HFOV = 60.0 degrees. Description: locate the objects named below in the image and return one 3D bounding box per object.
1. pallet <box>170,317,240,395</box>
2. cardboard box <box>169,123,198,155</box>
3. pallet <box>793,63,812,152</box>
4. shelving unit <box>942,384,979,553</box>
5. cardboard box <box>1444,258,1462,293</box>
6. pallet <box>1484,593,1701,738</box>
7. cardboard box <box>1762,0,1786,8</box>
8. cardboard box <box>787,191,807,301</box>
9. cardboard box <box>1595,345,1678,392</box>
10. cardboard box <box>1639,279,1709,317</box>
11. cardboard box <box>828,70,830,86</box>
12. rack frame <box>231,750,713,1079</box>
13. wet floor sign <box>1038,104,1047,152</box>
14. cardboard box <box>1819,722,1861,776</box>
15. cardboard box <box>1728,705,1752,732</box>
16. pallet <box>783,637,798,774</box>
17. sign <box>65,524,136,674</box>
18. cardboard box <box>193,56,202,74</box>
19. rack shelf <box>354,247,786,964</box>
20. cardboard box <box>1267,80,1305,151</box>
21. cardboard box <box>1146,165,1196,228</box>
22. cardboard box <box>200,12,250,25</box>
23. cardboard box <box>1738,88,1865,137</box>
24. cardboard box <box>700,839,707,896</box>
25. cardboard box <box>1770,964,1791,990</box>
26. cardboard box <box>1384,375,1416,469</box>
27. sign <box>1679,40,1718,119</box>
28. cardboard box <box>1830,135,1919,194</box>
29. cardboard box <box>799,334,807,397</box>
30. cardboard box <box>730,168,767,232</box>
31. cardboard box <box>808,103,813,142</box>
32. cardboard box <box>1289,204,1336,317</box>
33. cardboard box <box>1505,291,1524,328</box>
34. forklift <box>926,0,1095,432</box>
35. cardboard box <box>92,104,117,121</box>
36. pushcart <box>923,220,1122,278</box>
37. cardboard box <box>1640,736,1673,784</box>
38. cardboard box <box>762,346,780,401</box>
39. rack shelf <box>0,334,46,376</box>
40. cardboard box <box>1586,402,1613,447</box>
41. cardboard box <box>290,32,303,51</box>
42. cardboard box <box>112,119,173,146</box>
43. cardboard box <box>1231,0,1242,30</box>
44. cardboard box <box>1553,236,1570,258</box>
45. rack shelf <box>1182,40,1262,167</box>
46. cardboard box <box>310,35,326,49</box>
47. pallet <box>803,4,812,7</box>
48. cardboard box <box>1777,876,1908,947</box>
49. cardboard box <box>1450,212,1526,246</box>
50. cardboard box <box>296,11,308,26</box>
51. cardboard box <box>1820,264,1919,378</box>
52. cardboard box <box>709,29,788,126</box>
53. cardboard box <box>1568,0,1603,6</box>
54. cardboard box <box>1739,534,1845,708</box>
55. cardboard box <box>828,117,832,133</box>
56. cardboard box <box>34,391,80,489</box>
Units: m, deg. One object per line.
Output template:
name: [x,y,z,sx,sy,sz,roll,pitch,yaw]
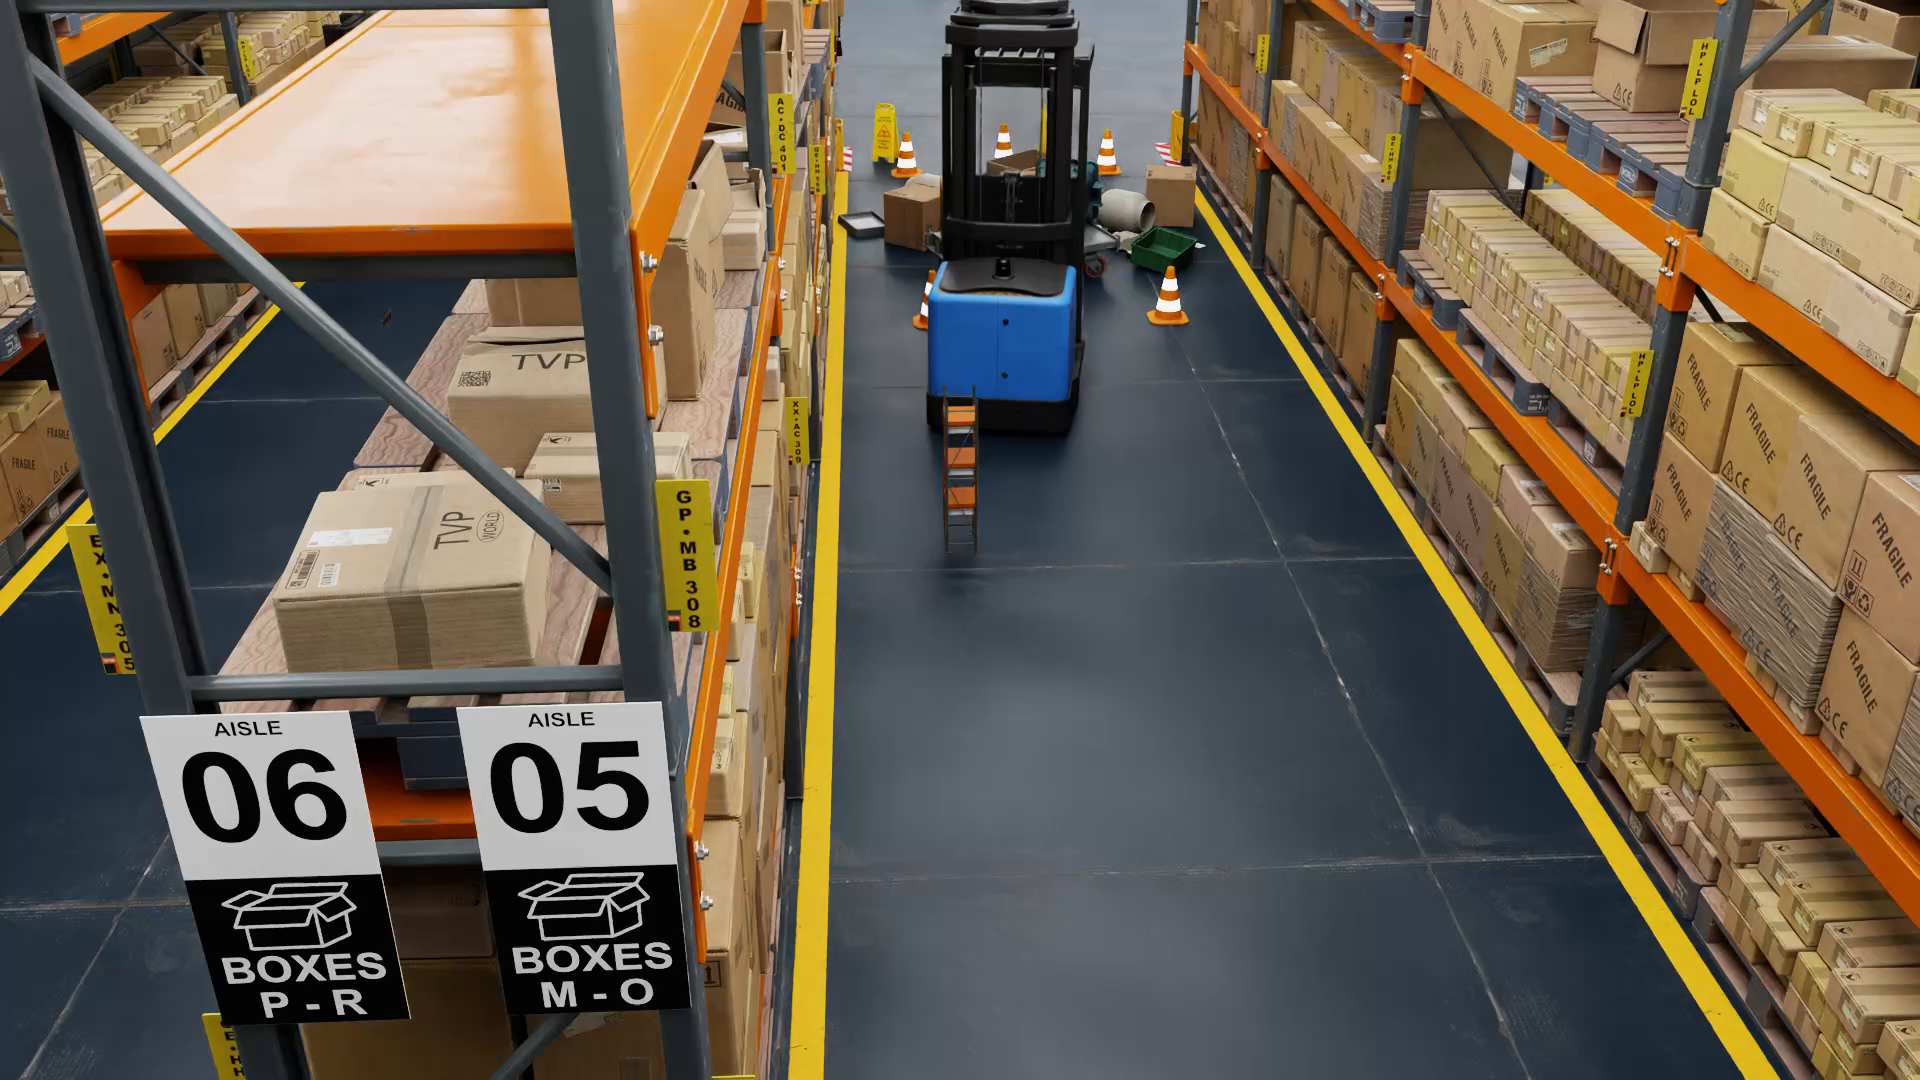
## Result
pallet: [-6.511,-1.483,13.366,1.003,0.211,1.213,-1,28,-3]
cardboard box: [-6.319,-3.085,13.042,0.500,0.250,0.500,-1,28,-2]
pallet: [-1.341,-2.332,8.938,1.003,0.211,1.213,0,28,0]
shelving unit: [0.003,-0.441,10.460,0.215,1.050,0.252,-1,28,-3]
cardboard box: [3.299,-1.679,10.543,0.380,0.149,0.250,0,28,0]
pallet: [3.615,0.660,9.257,1.003,0.211,1.213,-1,28,-3]
cardboard box: [7.873,-5.036,15.652,0.500,0.500,0.500,-1,28,-3]
cardboard box: [-1.147,-1.687,9.552,0.500,0.500,0.500,-1,28,-3]
cardboard box: [3.427,-0.860,8.330,0.380,0.149,0.250,-2,28,-4]
cardboard box: [4.028,-1.346,9.261,0.380,0.149,0.250,0,28,-1]
cardboard box: [-1.506,-4.595,15.887,0.500,0.500,0.500,-2,28,-3]
rack frame: [-1.072,1.796,4.062,1.000,3.000,0.127,-1,28,-3]
wet floor sign: [1.052,-4.681,19.026,0.267,0.644,0.232,-6,28,-11]
cardboard box: [3.523,0.763,6.316,0.380,0.149,0.250,0,28,-1]
cardboard box: [3.991,0.867,8.152,0.380,0.149,0.250,-1,28,-2]
pallet: [-1.396,0.831,8.929,1.003,0.211,1.213,-1,28,-3]
sign: [-1.614,0.116,3.169,0.100,0.325,0.005,-1,28,-3]
cardboard box: [-6.976,-4.213,14.774,0.380,0.149,0.250,-2,28,-4]
rack shelf: [-1.176,-0.138,5.306,1.077,0.370,4.000,-1,28,-3]
cardboard box: [2.998,-3.707,14.505,0.500,0.500,0.500,-1,28,-2]
cardboard box: [2.134,-3.497,16.911,0.500,0.500,0.500,3,28,6]
cardboard box: [-6.990,-4.938,15.842,0.380,0.149,0.250,-1,28,-1]
cardboard box: [3.431,-1.739,6.787,0.380,0.149,0.250,-2,28,-4]
cardboard box: [-0.814,0.850,3.985,0.380,0.149,0.250,-1,28,-2]
cardboard box: [3.554,1.754,6.772,0.380,0.149,0.250,-1,28,-1]
cardboard box: [3.231,-0.809,11.307,0.500,0.500,0.500,-3,28,-5]
sign: [3.103,-1.936,6.989,0.100,0.325,0.005,-1,28,-3]
cardboard box: [3.449,-1.377,6.093,0.380,0.149,0.250,-2,28,-4]
cardboard box: [-1.077,-0.890,8.834,0.500,0.250,0.500,-1,28,-2]
cardboard box: [-0.928,-1.265,6.270,0.396,0.266,0.258,-1,28,-1]
cardboard box: [-1.350,-2.960,12.297,0.500,0.500,0.500,-1,28,-2]
cardboard box: [3.409,-2.370,14.030,1.050,0.750,0.750,-1,28,-3]
cardboard box: [3.360,-1.324,9.540,0.380,0.149,0.250,0,28,-1]
forklift: [0.438,-2.737,12.827,1.130,2.935,3.031,3,28,6]
cardboard box: [-6.855,-3.315,13.052,0.380,0.149,0.250,-1,28,-3]
pushcart: [0.576,-2.661,15.444,1.648,0.377,0.936,-11,30,-20]
cardboard box: [3.460,1.019,7.860,0.380,0.149,0.250,-1,28,-2]
cardboard box: [-0.947,-0.692,6.942,0.380,0.149,0.250,-2,28,-4]
rack shelf: [-6.342,-0.534,9.308,1.077,0.370,4.000,-1,28,-3]
cardboard box: [3.425,-0.591,8.456,0.380,0.149,0.250,-1,28,-2]
cardboard box: [-6.447,-4.701,15.710,0.380,0.149,0.250,-2,28,-4]
cardboard box: [-6.228,-3.093,12.628,0.380,0.149,0.250,-2,28,-4]
cardboard box: [3.184,-5.377,16.485,0.875,0.550,0.500,-1,28,-3]
cardboard box: [3.961,-1.809,10.471,0.380,0.149,0.250,-1,28,-1]
rack shelf: [3.135,-4.516,16.943,1.077,0.370,4.000,-1,28,-3]
cardboard box: [-6.531,-4.818,16.636,0.500,0.500,0.500,-2,28,-4]
pallet: [-1.715,-4.226,12.568,1.213,0.211,1.003,-1,28,-3]
cardboard box: [3.525,1.483,6.648,0.380,0.149,0.250,-1,28,-2]
cardboard box: [3.304,-1.947,10.414,0.380,0.149,0.250,-2,28,-3]
cardboard box: [-6.549,-5.066,16.089,0.380,0.149,0.250,-1,28,-2]
cardboard box: [3.461,-0.788,5.936,0.500,0.250,0.500,0,28,0]
cardboard box: [-1.037,-2.025,7.584,0.500,0.500,0.500,-2,28,-4]
cardboard box: [3.771,-2.951,9.812,0.500,0.500,0.500,-1,28,-3]
cardboard box: [3.455,0.303,6.495,0.500,0.500,0.500,-2,28,-4]
cardboard box: [-1.452,-4.032,16.244,0.380,0.149,0.250,0,28,0]
cardboard box: [-6.209,-0.664,11.029,0.500,0.500,0.500,-1,28,-1]
